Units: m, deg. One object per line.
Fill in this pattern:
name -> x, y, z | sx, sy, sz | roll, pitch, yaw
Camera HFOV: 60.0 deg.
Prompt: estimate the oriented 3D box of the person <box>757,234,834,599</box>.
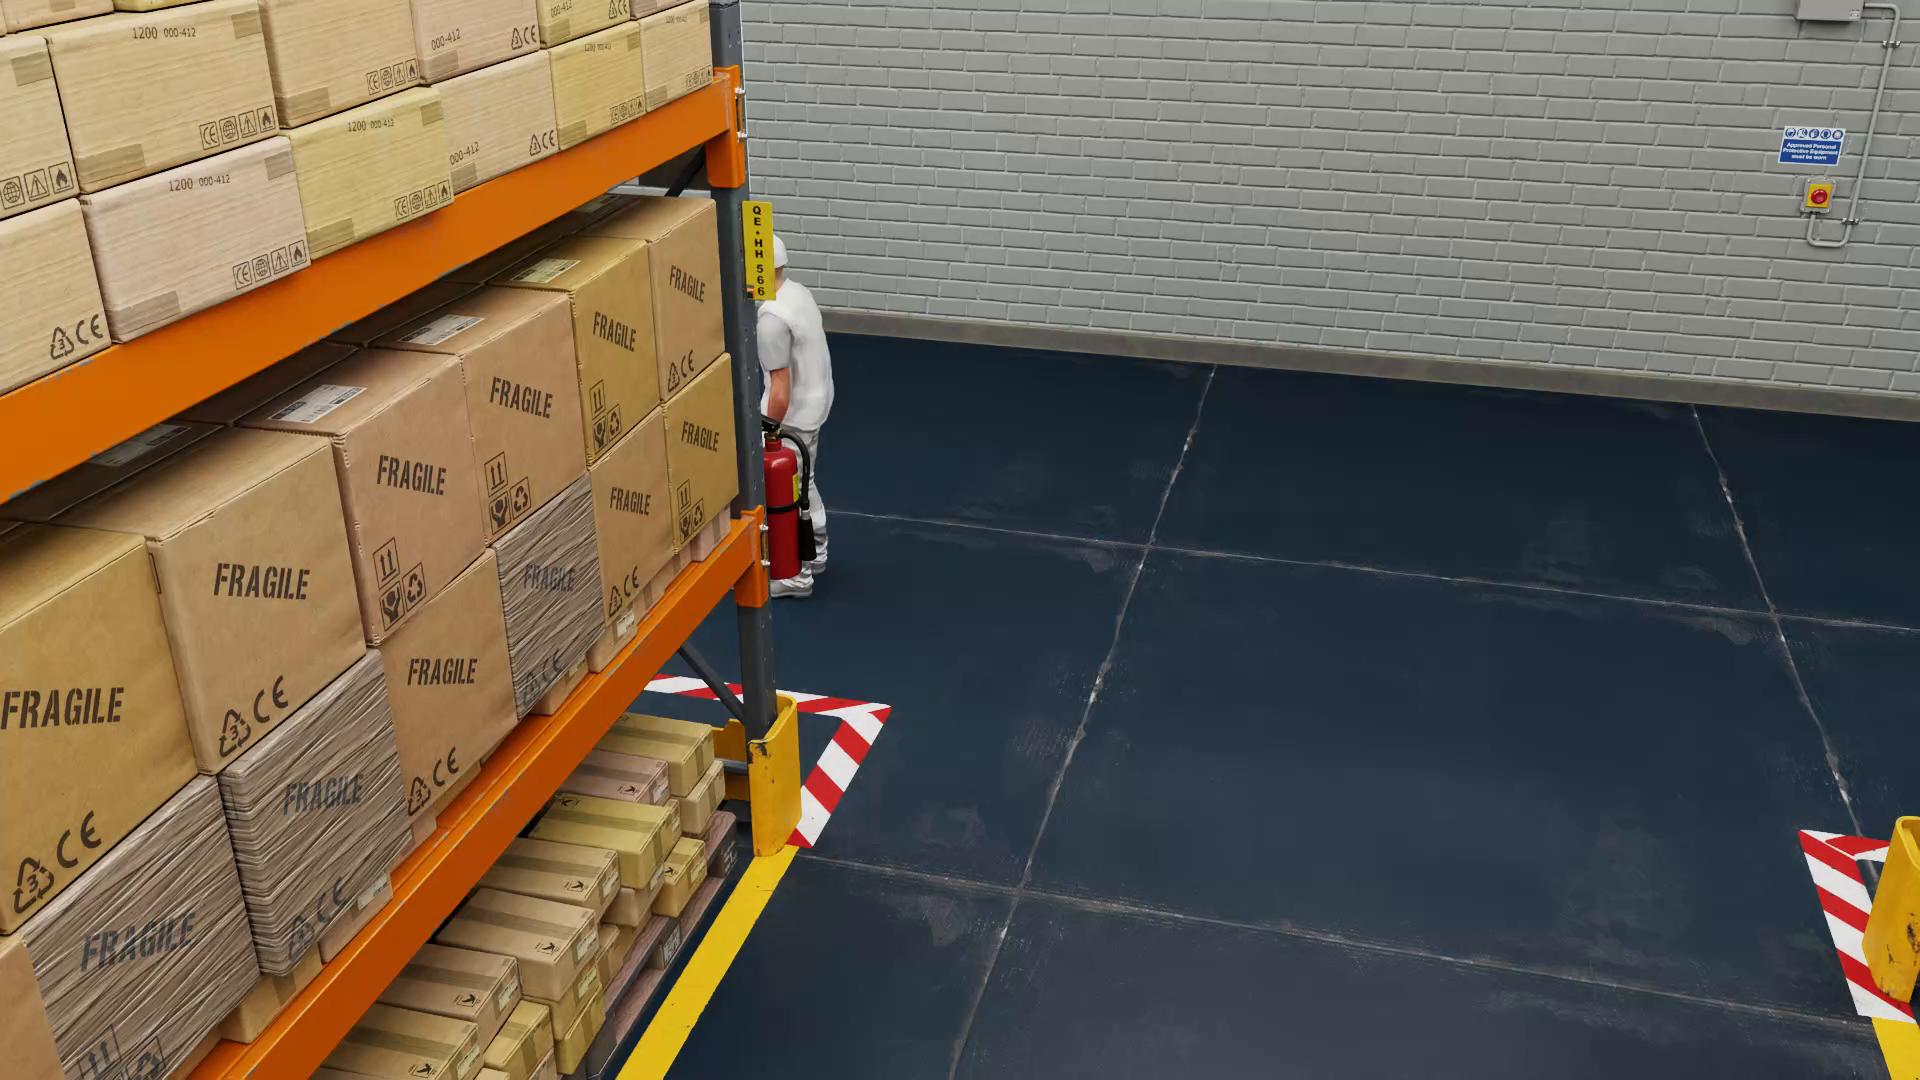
person -> -0.828, -0.580, 7.829 | 0.453, 1.778, 0.617 | 5, 25, 10
